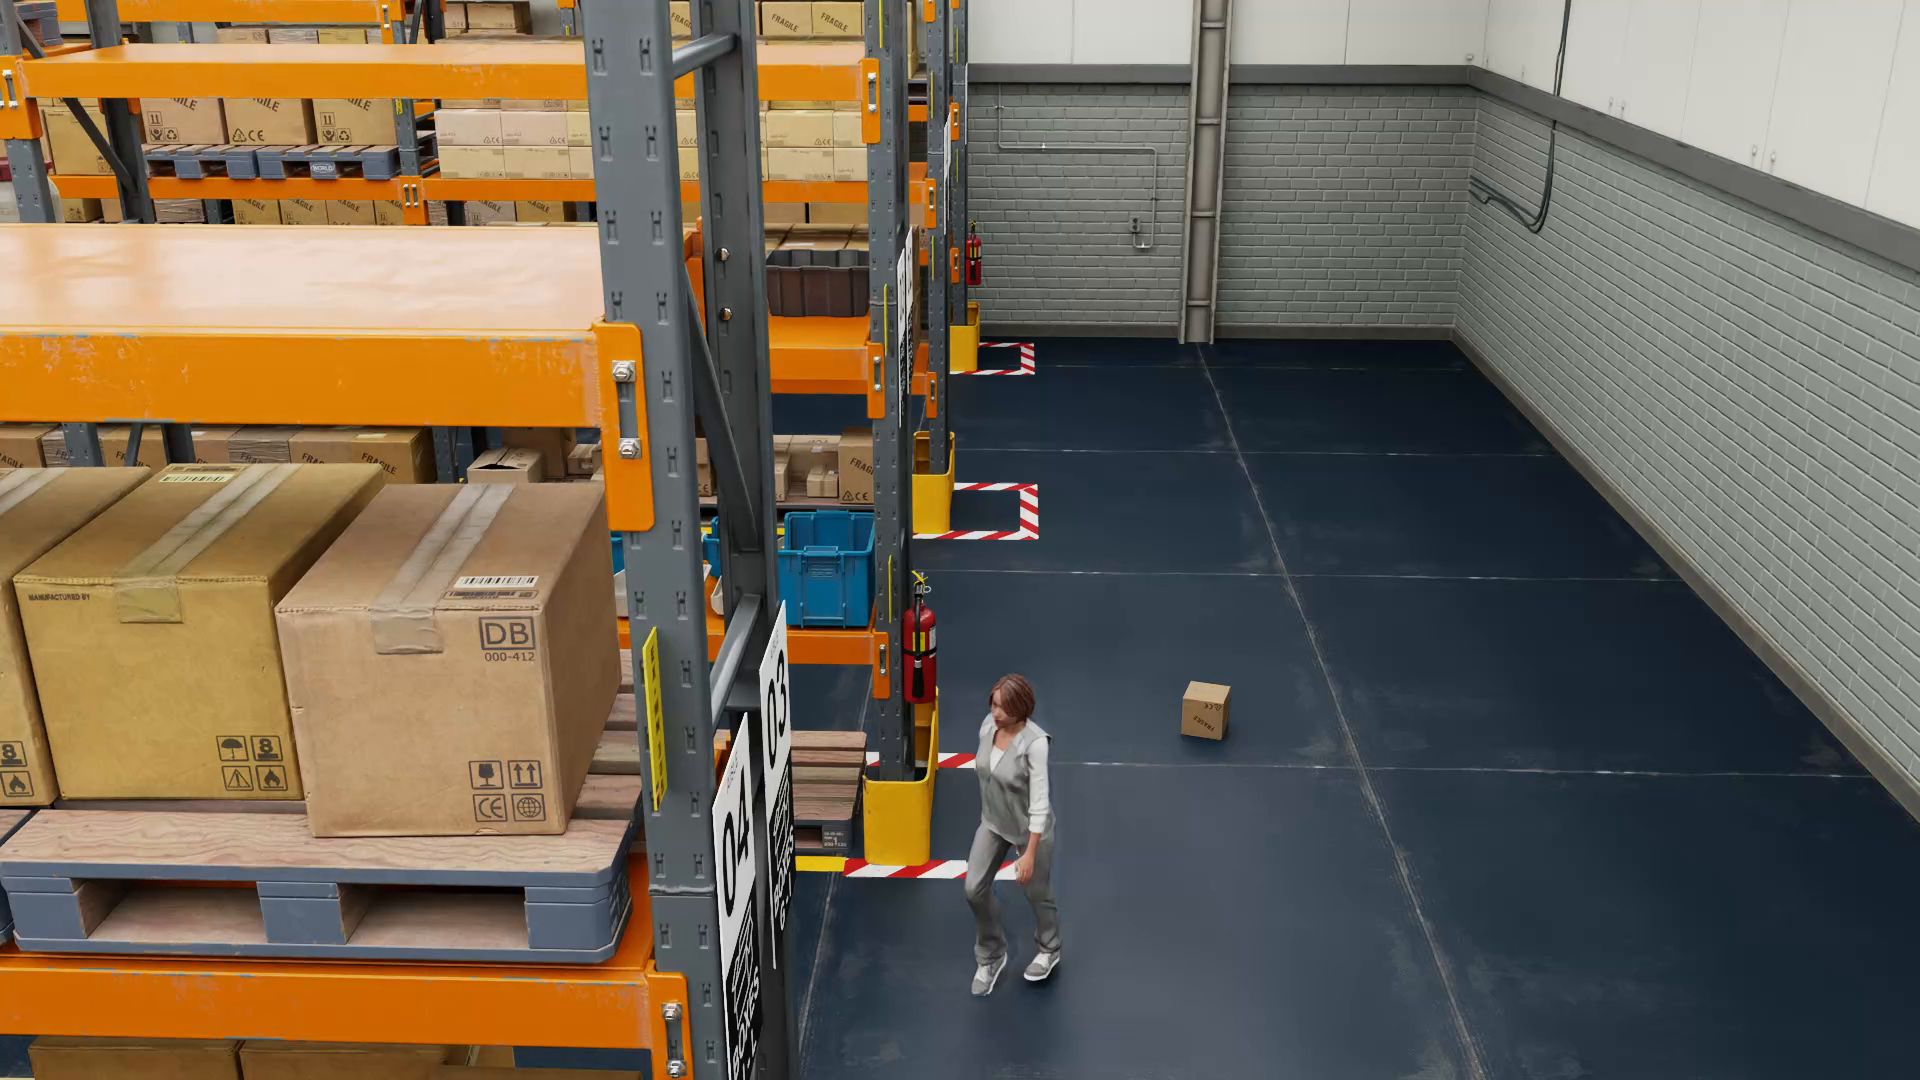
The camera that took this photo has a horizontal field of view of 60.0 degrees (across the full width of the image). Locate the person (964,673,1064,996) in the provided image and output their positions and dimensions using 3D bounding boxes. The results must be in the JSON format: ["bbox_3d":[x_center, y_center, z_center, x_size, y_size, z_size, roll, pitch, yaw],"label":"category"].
[{"bbox_3d":[0.250,1.346,7.628,0.526,1.639,0.519,17,27,38],"label":"person"}]
